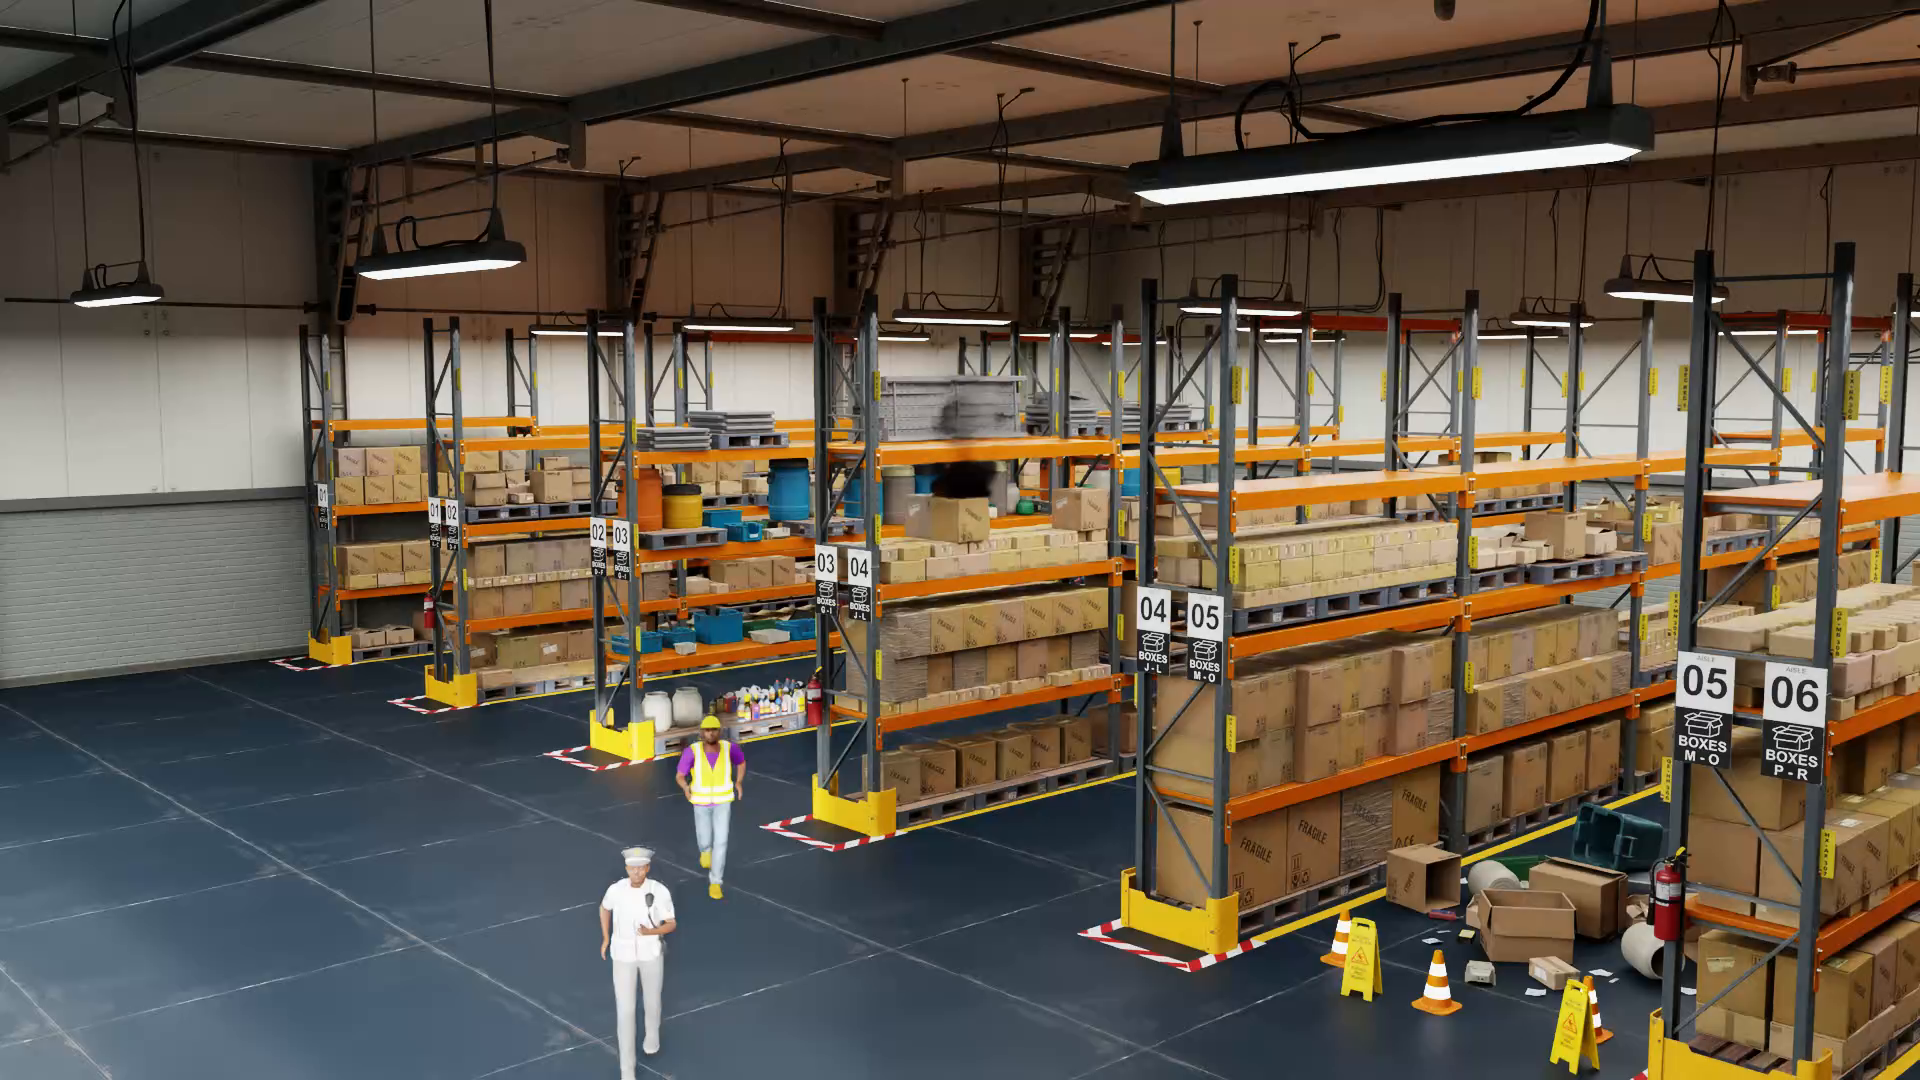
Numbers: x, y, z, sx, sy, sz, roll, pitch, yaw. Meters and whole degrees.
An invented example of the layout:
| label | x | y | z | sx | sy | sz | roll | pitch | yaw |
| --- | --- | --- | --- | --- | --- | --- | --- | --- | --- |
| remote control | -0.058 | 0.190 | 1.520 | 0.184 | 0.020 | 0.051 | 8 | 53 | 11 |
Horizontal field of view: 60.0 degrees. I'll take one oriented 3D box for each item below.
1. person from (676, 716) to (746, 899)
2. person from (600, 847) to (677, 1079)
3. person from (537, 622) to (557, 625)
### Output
| label | x | y | z | sx | sy | sz | roll | pitch | yaw |
| --- | --- | --- | --- | --- | --- | --- | --- | --- | --- |
| person | -2.483 | 2.620 | 16.648 | 0.704 | 1.758 | 0.900 | -1 | 6 | -10 |
| person | -2.361 | 3.074 | 12.207 | 0.566 | 1.711 | 0.908 | -1 | 6 | -9 |
| person | -7.205 | 1.333 | 29.000 | 0.656 | 1.758 | 0.969 | 4 | 7 | 37 |
